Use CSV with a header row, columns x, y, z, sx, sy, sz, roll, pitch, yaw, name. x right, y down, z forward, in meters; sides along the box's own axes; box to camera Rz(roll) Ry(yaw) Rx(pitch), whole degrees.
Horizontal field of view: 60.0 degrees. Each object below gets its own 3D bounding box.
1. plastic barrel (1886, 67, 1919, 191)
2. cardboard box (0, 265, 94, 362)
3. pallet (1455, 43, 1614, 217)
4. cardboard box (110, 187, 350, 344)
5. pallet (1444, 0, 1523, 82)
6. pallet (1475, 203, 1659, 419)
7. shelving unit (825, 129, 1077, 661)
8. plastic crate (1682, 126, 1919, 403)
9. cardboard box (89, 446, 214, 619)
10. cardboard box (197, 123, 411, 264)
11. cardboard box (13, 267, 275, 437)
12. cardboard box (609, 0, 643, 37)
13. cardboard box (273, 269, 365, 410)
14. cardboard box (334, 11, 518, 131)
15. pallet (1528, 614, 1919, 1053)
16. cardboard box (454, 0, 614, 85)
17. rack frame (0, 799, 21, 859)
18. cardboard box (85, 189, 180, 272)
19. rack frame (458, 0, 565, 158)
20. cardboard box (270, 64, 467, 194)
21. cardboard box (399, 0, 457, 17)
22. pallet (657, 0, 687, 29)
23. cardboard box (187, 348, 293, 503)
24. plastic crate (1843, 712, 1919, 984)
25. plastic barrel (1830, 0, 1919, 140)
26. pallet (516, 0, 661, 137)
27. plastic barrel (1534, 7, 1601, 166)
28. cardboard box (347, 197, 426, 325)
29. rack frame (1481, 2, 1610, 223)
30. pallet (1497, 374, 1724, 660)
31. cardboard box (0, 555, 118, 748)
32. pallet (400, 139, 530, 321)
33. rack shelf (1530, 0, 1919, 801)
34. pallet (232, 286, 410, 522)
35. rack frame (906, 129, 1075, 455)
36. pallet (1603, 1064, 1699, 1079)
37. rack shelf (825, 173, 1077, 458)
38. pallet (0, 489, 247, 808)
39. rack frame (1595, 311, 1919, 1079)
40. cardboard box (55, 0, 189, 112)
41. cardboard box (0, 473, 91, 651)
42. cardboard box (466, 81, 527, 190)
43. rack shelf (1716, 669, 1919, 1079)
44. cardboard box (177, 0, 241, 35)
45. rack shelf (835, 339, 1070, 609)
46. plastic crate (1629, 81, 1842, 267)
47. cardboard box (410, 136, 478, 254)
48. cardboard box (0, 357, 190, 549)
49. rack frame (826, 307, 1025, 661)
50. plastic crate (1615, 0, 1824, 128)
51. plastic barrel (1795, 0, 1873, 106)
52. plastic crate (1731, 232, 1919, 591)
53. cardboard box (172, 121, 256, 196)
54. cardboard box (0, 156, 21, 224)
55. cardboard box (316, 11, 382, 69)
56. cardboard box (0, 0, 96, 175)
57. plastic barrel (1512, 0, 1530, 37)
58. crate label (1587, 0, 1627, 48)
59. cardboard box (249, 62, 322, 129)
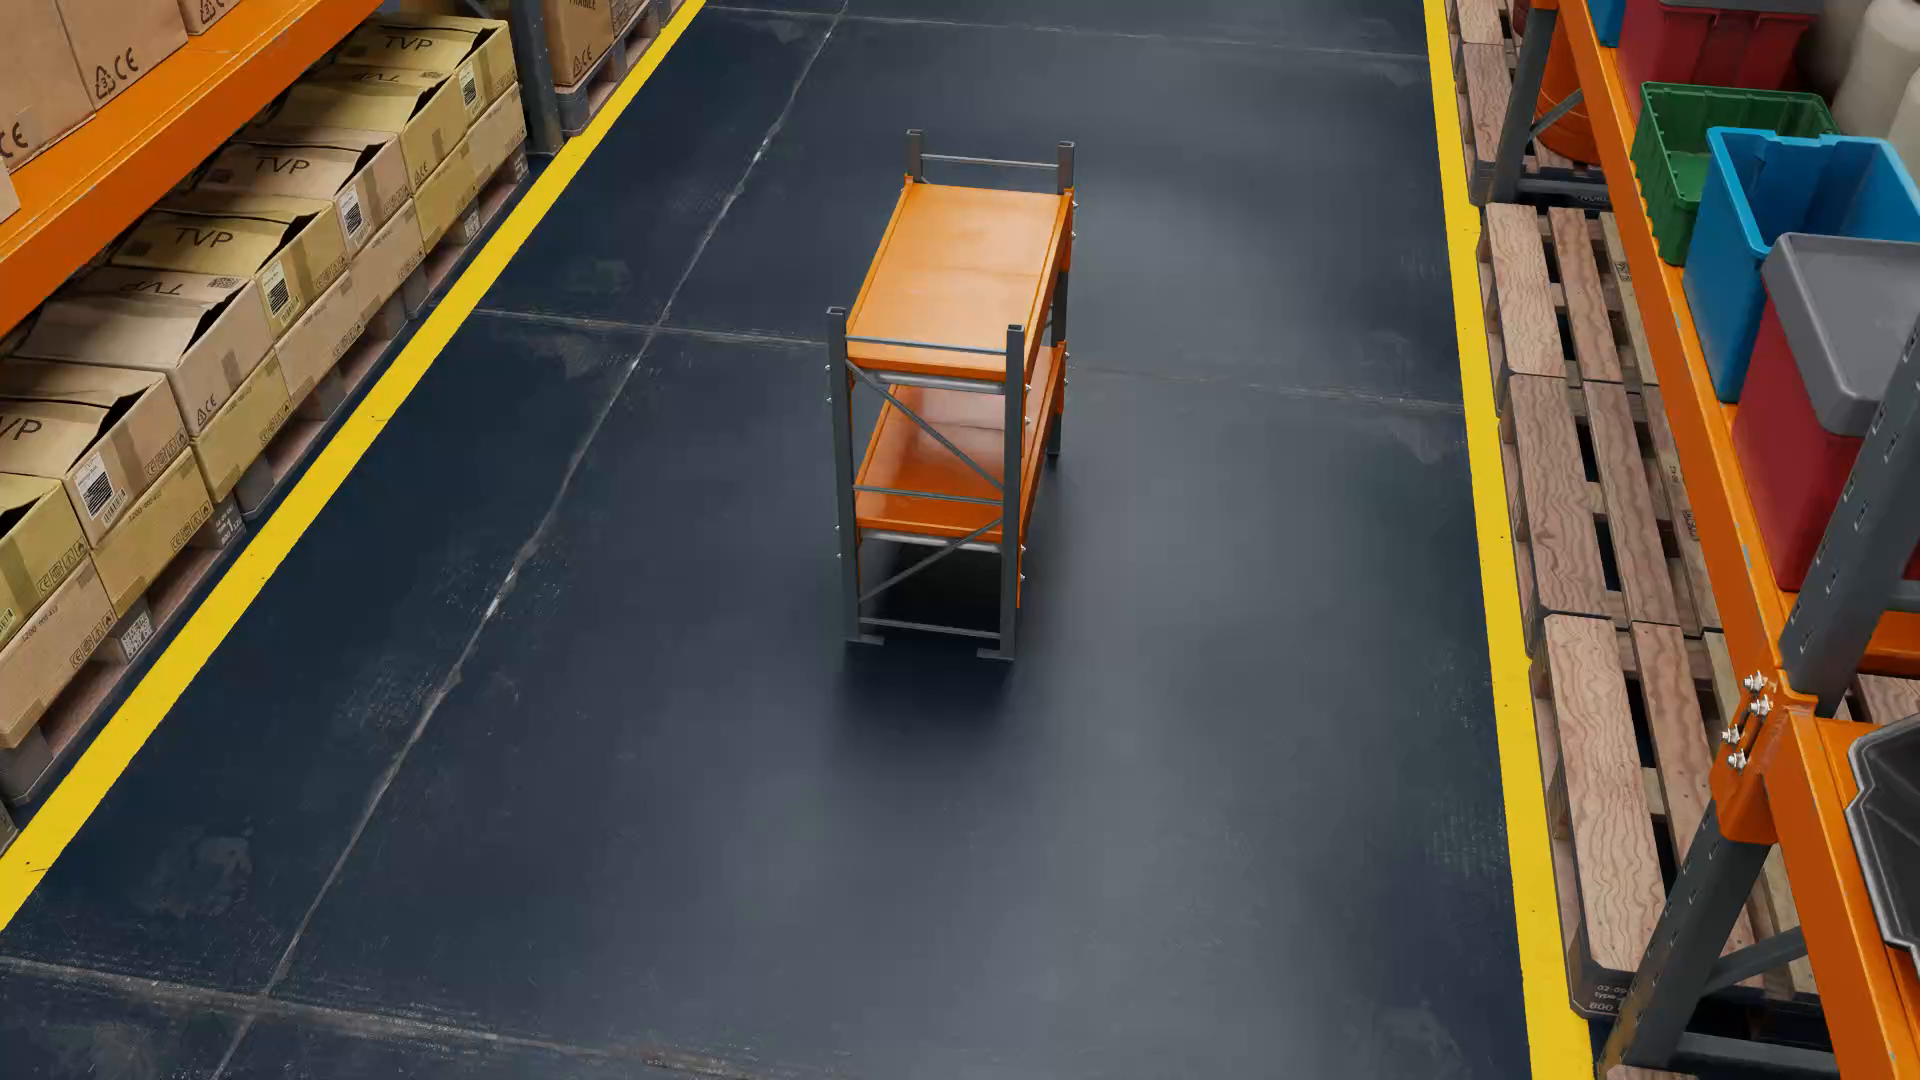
x,y,z,sx,sy,sz,roll,pitch,yaw,name
2.440,-0.950,3.938,0.433,0.535,0.433,0,40,0,plastic barrel
-2.986,-0.653,5.075,0.500,0.311,0.500,6,40,8,cardboard box
2.719,-1.796,7.256,1.003,0.211,1.213,6,40,8,pallet
-2.365,-0.924,5.402,0.500,0.311,0.500,7,40,9,cardboard box
2.933,-2.559,8.180,1.003,0.211,1.213,6,40,8,pallet
2.452,-0.814,6.069,1.003,0.211,1.213,6,40,8,pallet
0.001,-0.438,4.897,0.538,1.125,1.048,6,40,8,shelving unit
1.816,-0.581,3.611,0.392,0.384,0.575,6,40,8,plastic crate
-2.543,-0.058,4.794,0.500,0.250,0.500,7,40,9,cardboard box
-2.276,-1.239,5.782,0.500,0.311,0.500,6,40,7,cardboard box
-2.449,-0.598,5.007,0.500,0.311,0.500,5,40,6,cardboard box
-1.809,-2.709,7.789,0.500,0.500,0.500,5,40,6,cardboard box
-2.367,-0.702,5.574,0.500,0.250,0.500,7,40,9,cardboard box
-2.102,-1.882,6.560,0.500,0.311,0.500,7,40,9,cardboard box
2.029,0.717,4.217,1.003,0.211,1.213,6,40,8,pallet
-1.894,-2.380,7.391,0.500,0.500,0.500,8,40,10,cardboard box
-2.946,-0.409,3.391,1.000,3.000,0.127,6,40,8,rack frame
-2.895,-0.968,5.455,0.500,0.311,0.500,6,40,7,cardboard box
-2.254,-2.920,6.427,1.000,3.000,0.127,6,40,8,rack frame
-2.186,-1.555,6.165,0.500,0.311,0.500,6,40,7,cardboard box
-2.324,-2.739,7.825,0.500,0.500,0.500,8,40,9,cardboard box
-1.874,-3.073,8.801,1.003,0.211,1.213,6,40,8,pallet
-2.456,-0.383,5.188,0.500,0.250,0.500,5,40,6,cardboard box
1.716,0.478,2.367,0.767,0.338,0.504,6,40,8,plastic crate
2.515,-1.221,4.267,0.433,0.535,0.433,0,40,0,plastic barrel
-2.088,-2.309,7.877,1.003,0.211,1.213,6,40,8,pallet
2.692,-2.005,6.695,0.600,0.830,0.708,6,40,8,plastic barrel
-2.281,-1.025,5.965,0.500,0.250,0.500,7,40,9,cardboard box
2.624,-2.371,5.764,1.000,3.000,0.127,6,40,8,rack frame
2.238,-0.051,5.146,1.003,0.211,1.213,6,40,8,pallet
-2.633,0.263,4.406,0.500,0.250,0.500,5,40,7,cardboard box
-2.435,-1.333,6.696,1.003,0.211,1.213,6,40,8,pallet
2.278,-0.839,4.475,1.077,0.370,4.000,6,40,8,rack shelf
-2.648,-0.569,5.773,1.003,0.211,1.213,6,40,8,pallet
0.089,-0.757,5.283,0.500,1.125,0.032,6,40,8,rack frame
1.774,1.631,3.112,1.003,0.211,1.213,6,40,8,pallet
0.001,-0.663,4.710,0.538,0.278,1.000,6,40,8,rack shelf
-2.857,0.199,4.844,1.003,0.211,1.213,6,40,8,pallet
1.932,0.139,2.728,1.000,3.000,0.127,6,40,8,rack frame
-2.620,-1.573,4.720,0.500,0.500,0.500,6,40,8,cardboard box
-2.629,0.041,4.235,0.500,0.311,0.500,7,40,8,cardboard box
-2.105,-1.665,6.738,0.500,0.250,0.500,7,40,9,cardboard box
1.586,1.672,1.439,1.077,0.370,4.000,6,40,8,rack shelf
-2.528,-1.903,5.120,0.500,0.500,0.500,4,40,5,cardboard box
0.001,-0.249,5.053,0.538,0.278,1.000,6,40,8,rack shelf
1.955,-0.903,4.155,0.450,0.188,0.662,6,40,8,plastic crate
-2.191,-1.341,6.346,0.500,0.250,0.500,6,40,7,cardboard box
-2.538,-0.273,4.614,0.500,0.311,0.500,6,40,7,cardboard box
-0.087,-0.119,4.511,0.500,1.125,0.032,6,40,8,rack frame
2.043,-1.415,4.558,0.402,0.464,0.583,6,40,8,plastic crate
2.583,-1.481,4.599,0.421,0.512,0.421,0,40,0,plastic barrel
1.714,-0.223,3.115,0.402,0.464,0.583,6,40,8,plastic crate
-2.807,-1.291,5.846,0.500,0.311,0.500,5,40,6,cardboard box
-2.592,-0.846,4.116,0.380,0.149,0.250,6,40,8,cardboard box
-2.634,-1.942,6.633,0.500,0.311,0.500,8,40,9,cardboard box
-2.706,-1.259,4.340,0.500,0.500,0.500,9,40,11,cardboard box
2.887,-2.621,7.629,0.600,0.588,0.708,6,40,8,plastic barrel
2.186,-1.791,5.034,0.502,0.435,0.616,6,40,8,crate label
-2.717,-1.611,6.233,0.500,0.311,0.500,5,40,7,cardboard box
